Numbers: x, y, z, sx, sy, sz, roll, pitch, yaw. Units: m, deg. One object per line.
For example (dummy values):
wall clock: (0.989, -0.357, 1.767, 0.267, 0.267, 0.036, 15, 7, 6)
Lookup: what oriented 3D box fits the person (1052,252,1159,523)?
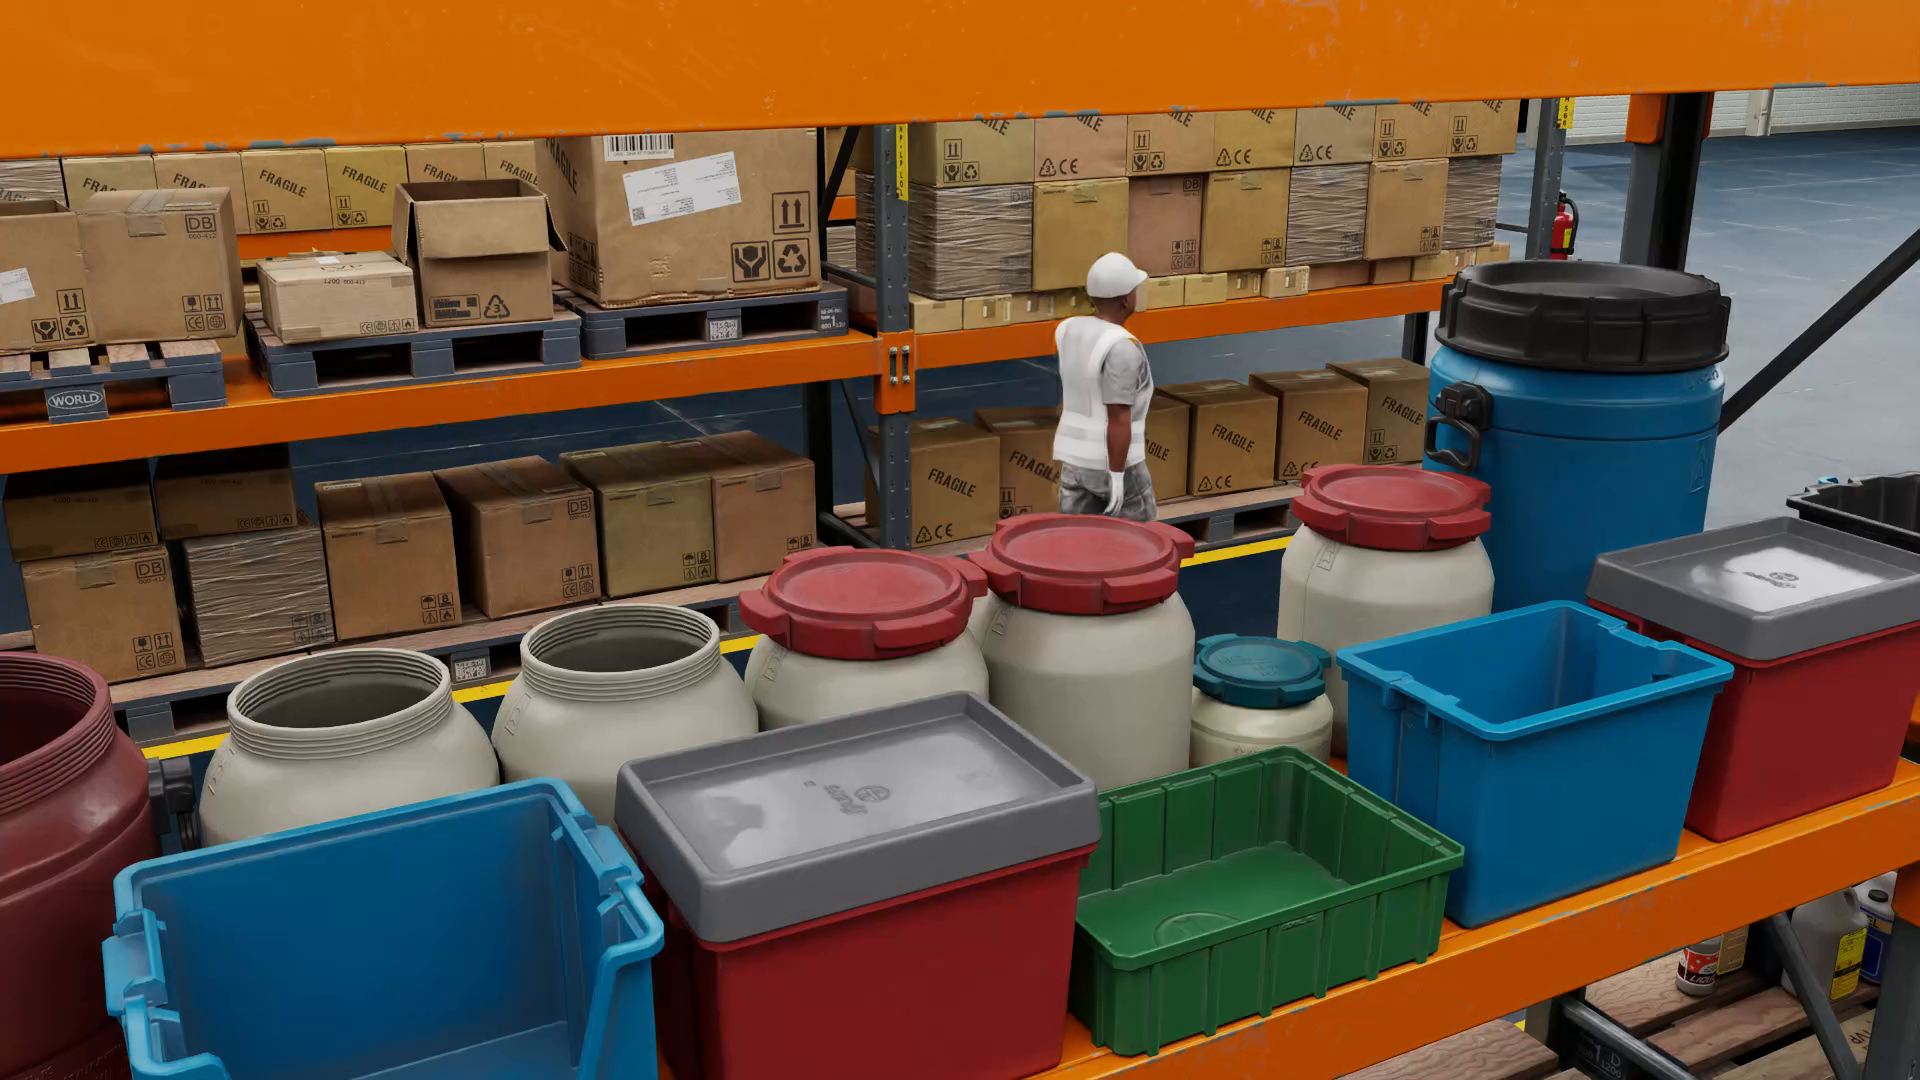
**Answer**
person: (0.539, -0.340, 7.068, 0.931, 1.746, 0.602, -11, 21, -30)
